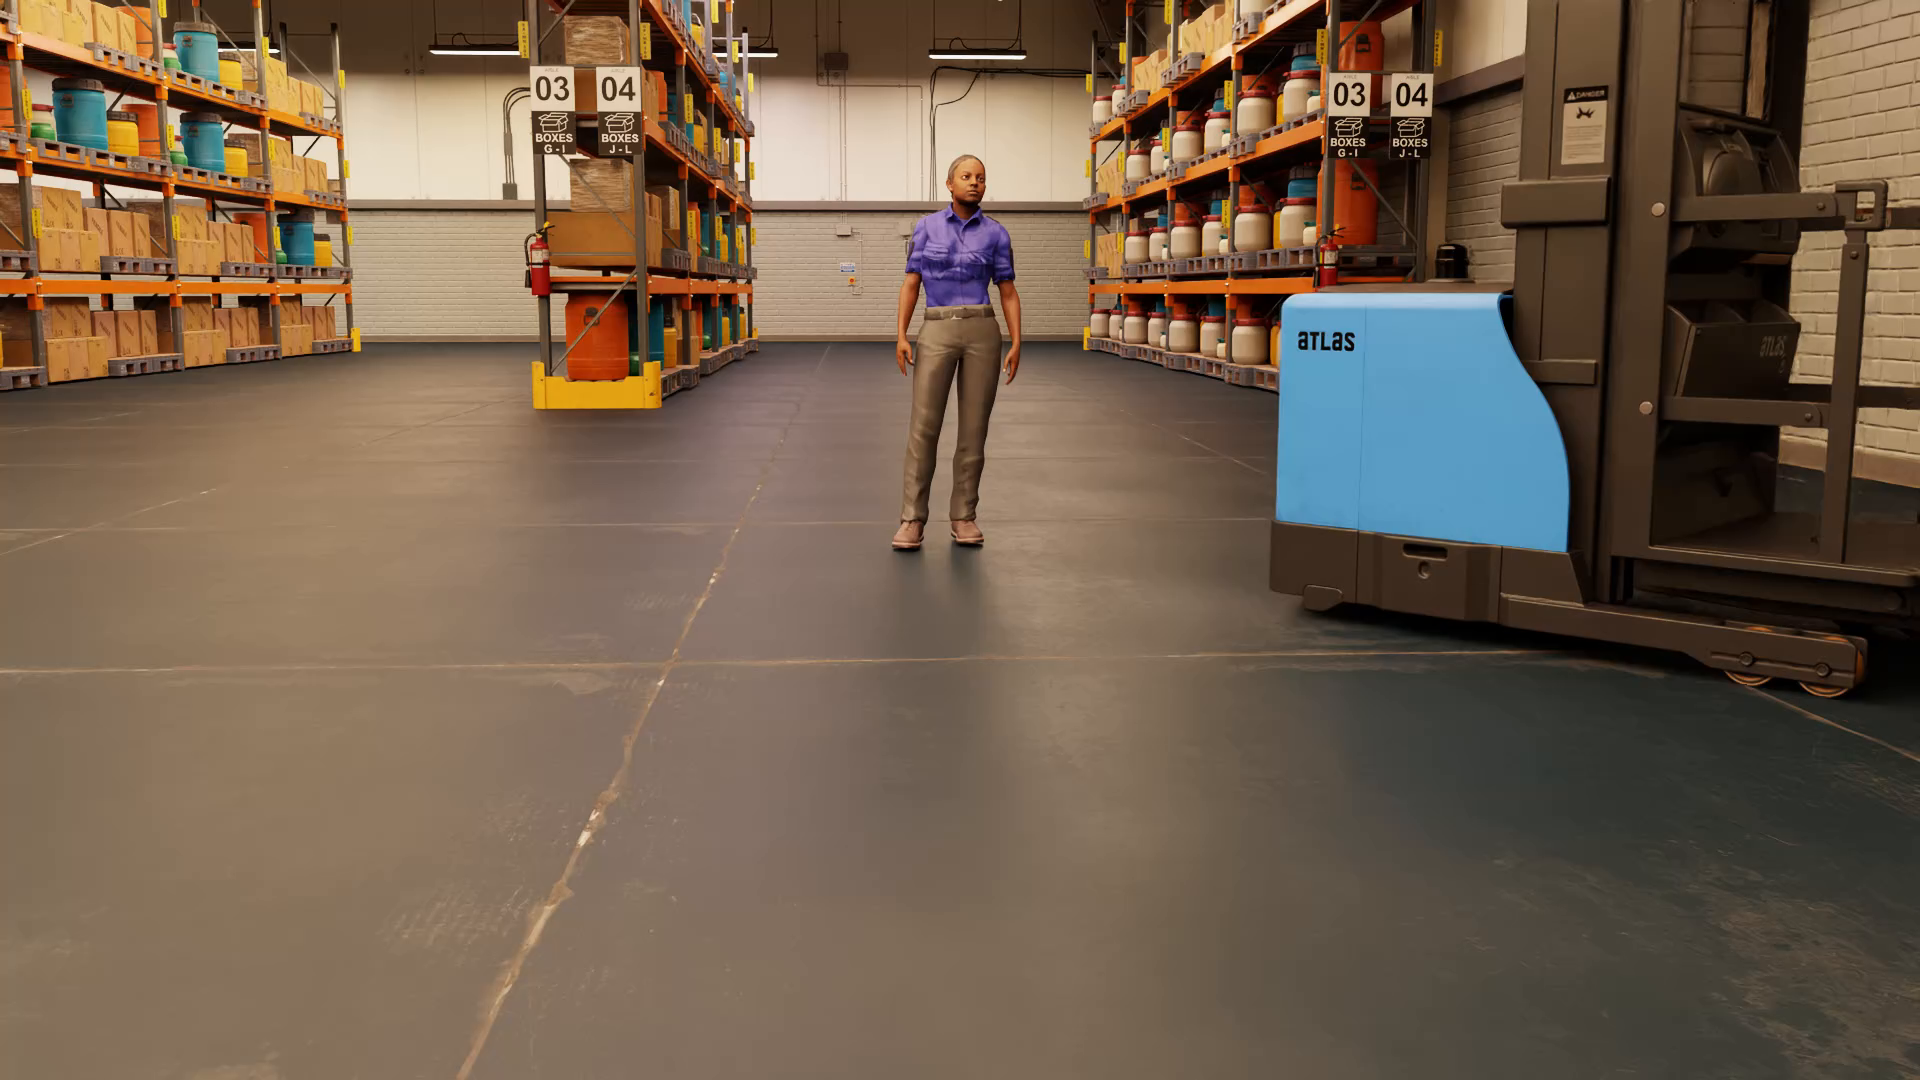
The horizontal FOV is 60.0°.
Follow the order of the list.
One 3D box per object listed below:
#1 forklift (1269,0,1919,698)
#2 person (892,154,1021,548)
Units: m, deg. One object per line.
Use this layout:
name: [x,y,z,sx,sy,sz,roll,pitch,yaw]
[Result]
forklift: [2.477,-1.113,4.824,3.031,2.935,1.130,8,11,43]
person: [-0.015,-0.812,7.100,0.569,1.654,0.504,-1,8,-4]
